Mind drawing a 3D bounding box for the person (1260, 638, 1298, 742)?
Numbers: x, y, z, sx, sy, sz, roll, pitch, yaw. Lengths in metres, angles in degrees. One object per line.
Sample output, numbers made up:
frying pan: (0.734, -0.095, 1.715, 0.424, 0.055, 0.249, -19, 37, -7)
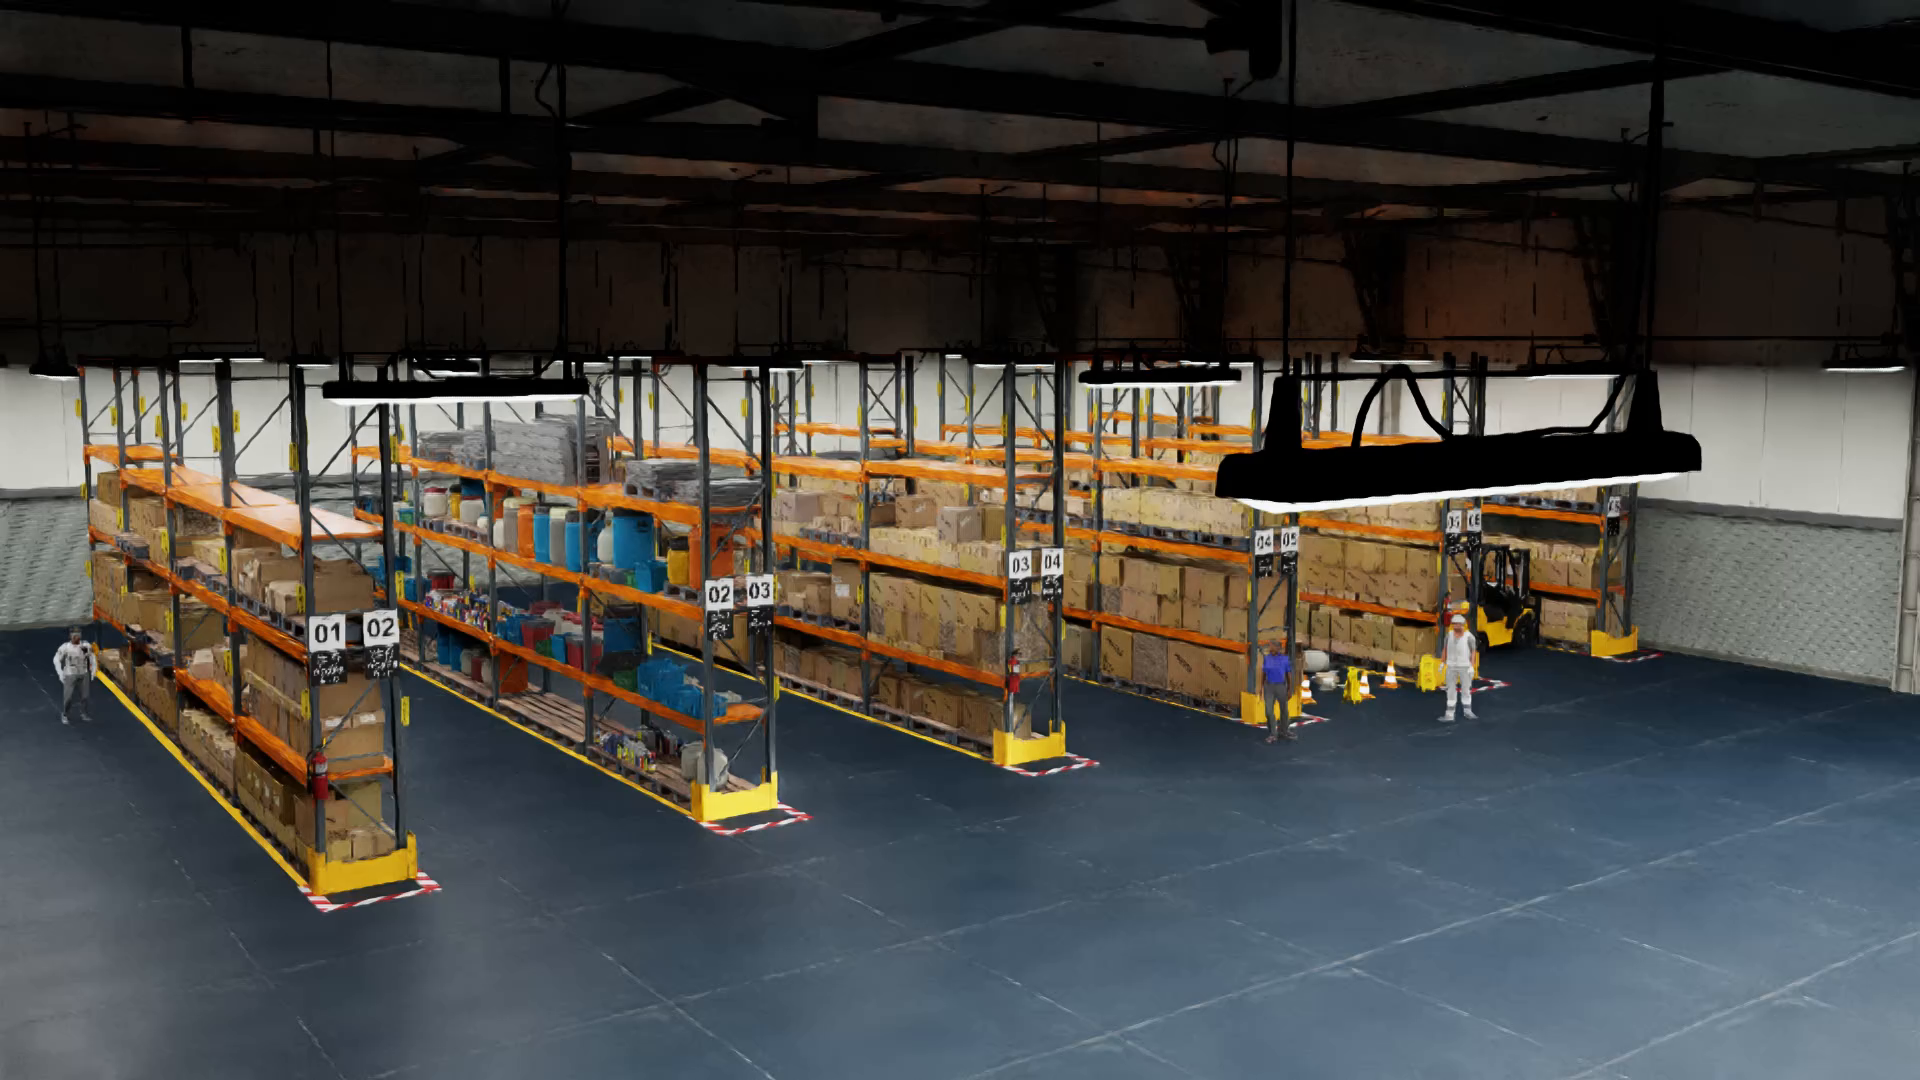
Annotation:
person: (5.029, 2.353, 26.241, 0.571, 1.640, 0.534, 3, 8, 26)

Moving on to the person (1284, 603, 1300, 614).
person: (7.238, 1.022, 36.387, 0.493, 1.785, 0.616, -1, 7, -5)

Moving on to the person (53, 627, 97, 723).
person: (-14.579, 2.210, 27.427, 0.639, 1.632, 0.512, -5, 9, -37)

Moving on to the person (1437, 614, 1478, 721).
person: (8.270, 2.111, 27.590, 0.656, 1.791, 0.555, 4, 8, 33)
